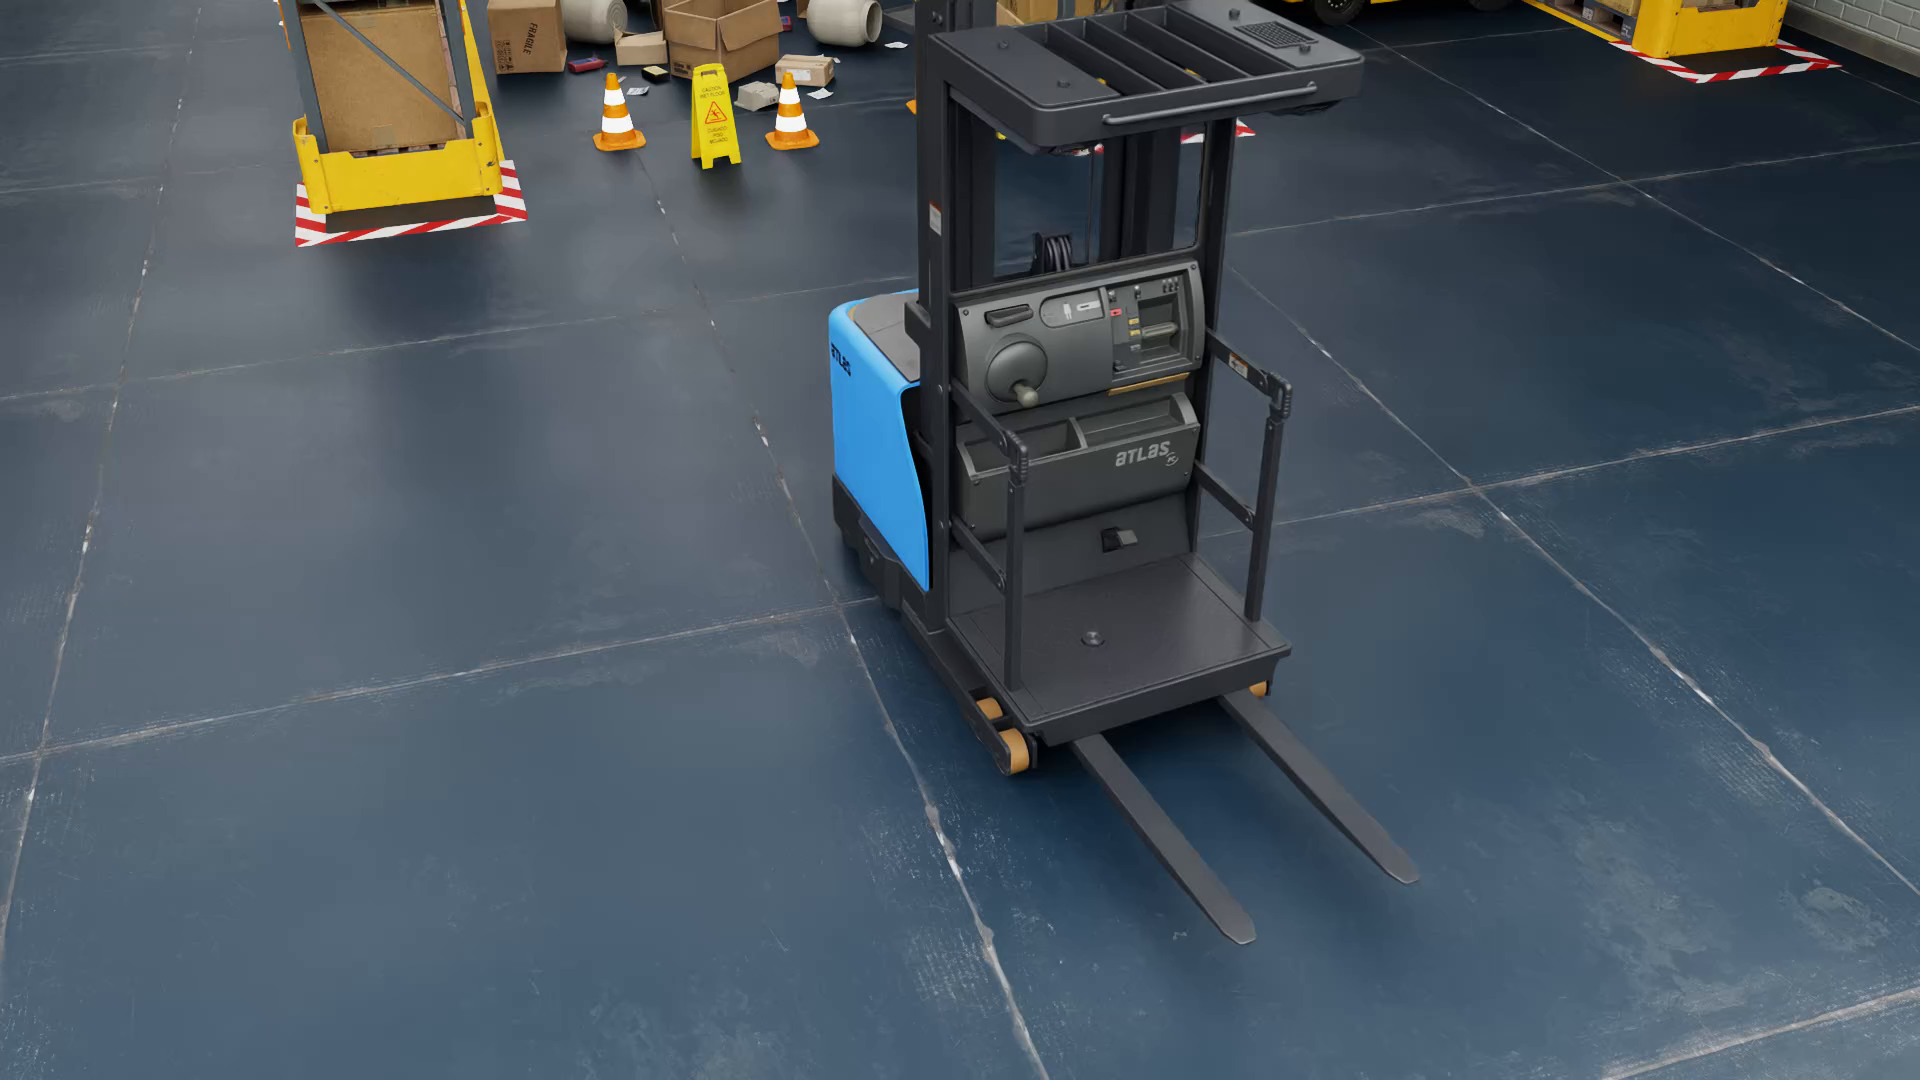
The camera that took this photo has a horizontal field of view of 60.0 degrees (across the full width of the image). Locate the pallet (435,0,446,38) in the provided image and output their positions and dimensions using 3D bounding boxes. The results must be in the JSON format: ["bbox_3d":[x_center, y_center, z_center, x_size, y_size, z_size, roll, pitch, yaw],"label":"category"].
[{"bbox_3d":[-4.582,-3.987,13.091,1.003,0.211,1.213,-10,35,-15],"label":"pallet"}]

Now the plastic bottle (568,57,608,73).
[{"bbox_3d":[-2.835,-3.630,12.689,0.283,0.061,0.133,-23,40,-31],"label":"plastic bottle"}]

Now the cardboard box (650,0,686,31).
[{"bbox_3d":[-2.076,-4.349,13.252,0.797,0.637,0.503,-10,35,-15],"label":"cardboard box"}]

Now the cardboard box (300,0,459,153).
[{"bbox_3d":[-3.789,-3.096,10.761,0.875,0.875,0.875,-10,35,-14],"label":"cardboard box"}]

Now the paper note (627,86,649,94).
[{"bbox_3d":[-2.368,-3.310,12.232,0.144,0.017,0.142,1,33,2],"label":"paper note"}]

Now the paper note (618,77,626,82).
[{"bbox_3d":[-2.538,-3.454,12.468,0.032,0.001,0.123,7,34,10],"label":"paper note"}]

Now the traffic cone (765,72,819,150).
[{"bbox_3d":[-1.149,-2.933,11.269,0.336,0.463,0.334,-10,35,-15],"label":"traffic cone"}]

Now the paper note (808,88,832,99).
[{"bbox_3d":[-1.020,-3.271,12.172,0.148,0.019,0.142,-23,40,-31],"label":"paper note"}]

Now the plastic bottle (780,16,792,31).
[{"bbox_3d":[-1.449,-4.229,13.594,0.133,0.061,0.283,-4,34,-6],"label":"plastic bottle"}]

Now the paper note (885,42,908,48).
[{"bbox_3d":[-0.500,-3.921,13.156,0.142,0.019,0.148,-23,40,-31],"label":"paper note"}]

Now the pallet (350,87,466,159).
[{"bbox_3d":[-3.838,-2.705,11.153,1.003,0.211,1.213,-10,35,-15],"label":"pallet"}]

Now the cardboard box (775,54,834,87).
[{"bbox_3d":[-1.160,-3.506,12.421,0.380,0.149,0.250,7,34,10],"label":"cardboard box"}]

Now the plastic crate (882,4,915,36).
[{"bbox_3d":[-0.359,-4.267,13.636,0.402,0.080,0.583,-23,40,-31],"label":"plastic crate"}]

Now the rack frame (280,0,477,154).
[{"bbox_3d":[-3.520,-3.462,9.769,1.000,3.000,0.127,-10,35,-15],"label":"rack frame"}]

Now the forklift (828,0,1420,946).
[{"bbox_3d":[0.520,-0.654,5.581,1.130,2.935,3.031,-14,36,-20],"label":"forklift"}]

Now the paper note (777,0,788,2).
[{"bbox_3d":[-1.520,-4.644,14.250,0.148,0.019,0.142,-10,35,-15],"label":"paper note"}]

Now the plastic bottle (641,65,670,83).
[{"bbox_3d":[-2.306,-3.512,12.510,0.133,0.061,0.283,-23,40,-31],"label":"plastic bottle"}]

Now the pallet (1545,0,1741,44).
[{"bbox_3d":[5.616,-4.415,13.741,1.003,0.211,1.213,-10,35,-15],"label":"pallet"}]

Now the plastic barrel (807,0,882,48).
[{"bbox_3d":[-0.908,-4.103,13.075,0.512,0.421,0.421,13,36,18],"label":"plastic barrel"}]

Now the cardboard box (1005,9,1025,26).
[{"bbox_3d":[0.653,-3.767,12.344,0.500,0.250,0.500,-10,35,-15],"label":"cardboard box"}]

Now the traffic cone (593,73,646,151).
[{"bbox_3d":[-2.329,-2.921,11.251,0.336,0.463,0.334,-10,35,-15],"label":"traffic cone"}]

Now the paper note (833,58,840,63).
[{"bbox_3d":[-0.955,-3.710,12.856,0.032,0.001,0.123,-10,35,-15],"label":"paper note"}]

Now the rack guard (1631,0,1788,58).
[{"bbox_3d":[5.897,-4.129,13.045,1.175,0.500,0.348,-10,35,-15],"label":"rack guard"}]

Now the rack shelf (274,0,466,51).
[{"bbox_3d":[-4.130,-4.212,11.556,1.077,0.370,4.000,-10,35,-15],"label":"rack shelf"}]

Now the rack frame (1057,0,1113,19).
[{"bbox_3d":[1.164,-4.348,11.109,1.000,3.000,0.127,-10,35,-15],"label":"rack frame"}]

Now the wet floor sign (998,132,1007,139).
[{"bbox_3d":[0.203,-3.086,11.334,0.267,0.644,0.232,1,33,2],"label":"wet floor sign"}]

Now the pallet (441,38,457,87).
[{"bbox_3d":[-4.207,-3.345,12.120,1.003,0.211,1.213,-10,35,-15],"label":"pallet"}]

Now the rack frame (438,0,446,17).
[{"bbox_3d":[-4.740,-5.562,12.947,1.000,3.000,0.127,-10,35,-15],"label":"rack frame"}]

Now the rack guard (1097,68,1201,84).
[{"bbox_3d":[1.140,-3.345,11.858,1.175,0.500,0.348,-10,35,-15],"label":"rack guard"}]

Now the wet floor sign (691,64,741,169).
[{"bbox_3d":[-1.625,-2.798,10.899,0.267,0.644,0.232,-16,37,-23],"label":"wet floor sign"}]

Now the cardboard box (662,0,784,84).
[{"bbox_3d":[-1.783,-3.803,12.548,0.637,0.503,0.797,19,38,26],"label":"cardboard box"}]

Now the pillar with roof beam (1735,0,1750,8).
[{"bbox_3d":[2.436,-7.480,10.408,9.100,9.000,0.400,-10,35,-15],"label":"pillar with roof beam"}]

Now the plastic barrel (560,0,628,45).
[{"bbox_3d":[-2.933,-4.150,13.146,0.512,0.421,0.421,13,36,18],"label":"plastic barrel"}]

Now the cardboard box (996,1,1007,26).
[{"bbox_3d":[0.510,-4.028,12.738,0.500,0.250,0.500,-10,35,-15],"label":"cardboard box"}]

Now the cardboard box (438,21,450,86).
[{"bbox_3d":[-4.060,-3.557,11.459,0.875,0.875,0.875,-11,35,-15],"label":"cardboard box"}]

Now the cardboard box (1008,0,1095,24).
[{"bbox_3d":[0.671,-4.065,12.114,0.500,0.500,0.500,-10,35,-14],"label":"cardboard box"}]

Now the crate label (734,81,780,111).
[{"bbox_3d":[-1.448,-3.199,11.967,0.298,0.136,0.250,27,42,34],"label":"crate label"}]

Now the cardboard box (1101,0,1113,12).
[{"bbox_3d":[1.173,-4.171,12.274,0.500,0.500,0.500,-11,35,-16],"label":"cardboard box"}]

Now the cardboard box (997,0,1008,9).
[{"bbox_3d":[0.508,-4.339,12.528,0.500,0.500,0.500,-9,34,-13],"label":"cardboard box"}]

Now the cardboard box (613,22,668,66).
[{"bbox_3d":[-2.462,-3.829,12.804,0.396,0.266,0.258,-4,34,-6],"label":"cardboard box"}]

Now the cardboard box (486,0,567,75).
[{"bbox_3d":[-3.289,-3.878,12.663,0.500,0.500,0.500,-4,34,-6],"label":"cardboard box"}]

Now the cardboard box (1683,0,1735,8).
[{"bbox_3d":[5.926,-4.503,13.457,0.500,0.250,0.500,-10,35,-15],"label":"cardboard box"}]

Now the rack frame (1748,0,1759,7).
[{"bbox_3d":[5.890,-5.184,12.375,1.000,3.000,0.127,-10,35,-15],"label":"rack frame"}]

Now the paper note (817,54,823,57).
[{"bbox_3d":[-1.137,-3.737,12.888,0.148,0.019,0.142,1,33,2],"label":"paper note"}]

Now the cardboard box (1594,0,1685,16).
[{"bbox_3d":[5.445,-4.406,13.310,0.500,0.250,0.500,-10,35,-14],"label":"cardboard box"}]

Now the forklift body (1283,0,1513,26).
[{"bbox_3d":[3.574,-5.519,13.651,2.313,2.155,1.214,-10,35,-15],"label":"forklift body"}]

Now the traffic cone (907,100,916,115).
[{"bbox_3d":[-0.196,-3.298,11.821,0.336,0.463,0.334,-10,35,-15],"label":"traffic cone"}]

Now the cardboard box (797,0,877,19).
[{"bbox_3d":[-1.026,-4.615,13.778,0.500,0.500,0.500,13,36,18],"label":"cardboard box"}]

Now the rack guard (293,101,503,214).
[{"bbox_3d":[-3.512,-2.407,10.439,1.175,0.500,0.348,-10,35,-15],"label":"rack guard"}]

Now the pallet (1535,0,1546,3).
[{"bbox_3d":[5.248,-5.055,14.708,1.003,0.211,1.213,-10,35,-15],"label":"pallet"}]
